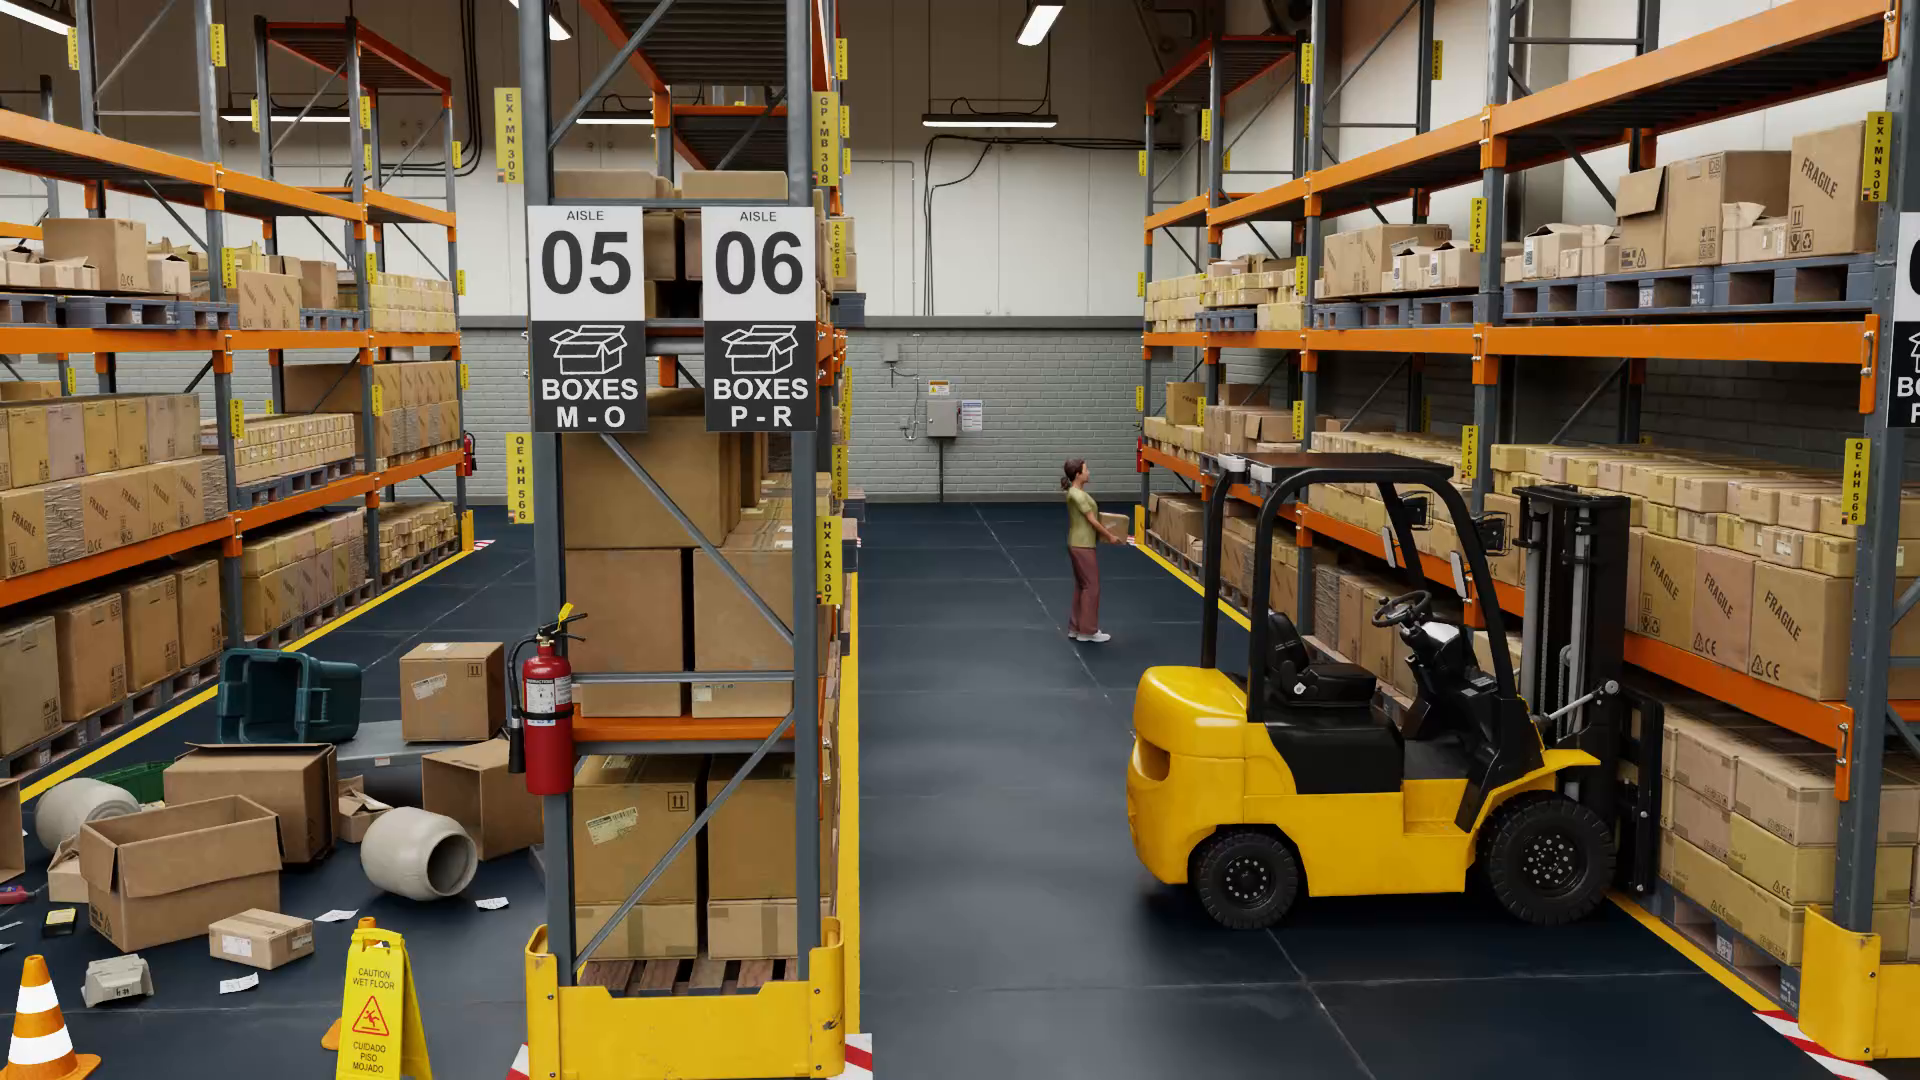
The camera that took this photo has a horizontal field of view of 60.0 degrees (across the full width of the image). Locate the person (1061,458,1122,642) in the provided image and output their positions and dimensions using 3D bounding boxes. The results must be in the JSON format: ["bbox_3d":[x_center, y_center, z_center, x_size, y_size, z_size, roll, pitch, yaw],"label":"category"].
[{"bbox_3d":[1.180,0.082,15.131,0.554,1.662,0.426,0,7,-3],"label":"person"}]
